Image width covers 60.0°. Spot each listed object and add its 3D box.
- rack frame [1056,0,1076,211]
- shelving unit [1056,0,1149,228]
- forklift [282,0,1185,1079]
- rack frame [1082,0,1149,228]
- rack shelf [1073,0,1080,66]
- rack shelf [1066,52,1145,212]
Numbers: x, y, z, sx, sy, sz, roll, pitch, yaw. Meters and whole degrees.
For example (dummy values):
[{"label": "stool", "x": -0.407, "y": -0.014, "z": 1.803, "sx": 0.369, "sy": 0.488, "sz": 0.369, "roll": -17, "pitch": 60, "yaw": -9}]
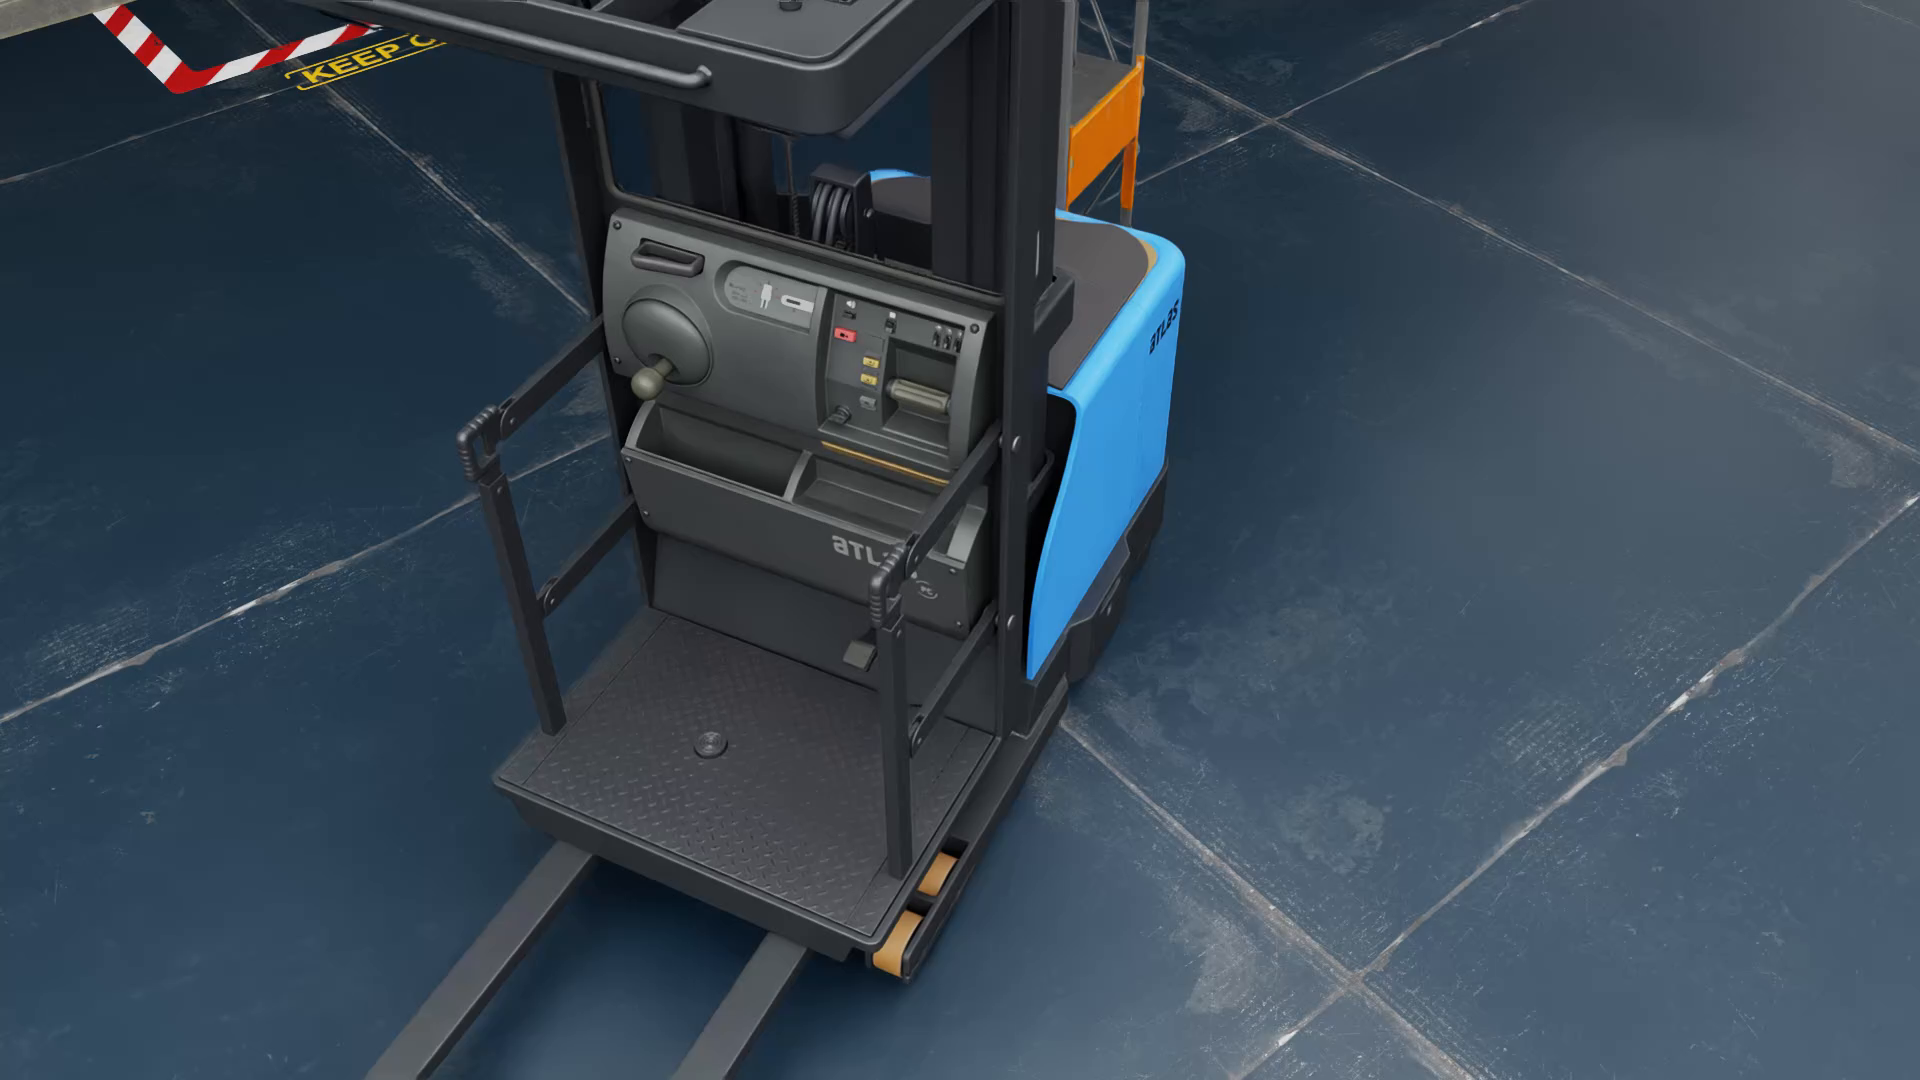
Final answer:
[{"label": "rack frame", "x": 0.126, "y": -1.018, "z": 4.800, "sx": 0.400, "sy": 2.100, "sz": 0.015, "roll": 21, "pitch": 47, "yaw": 21}, {"label": "shelving unit", "x": 0.245, "y": -1.164, "z": 4.955, "sx": 0.431, "sy": 2.100, "sz": 0.503, "roll": 21, "pitch": 47, "yaw": 21}, {"label": "forklift", "x": -0.468, "y": -0.345, "z": 3.476, "sx": 1.130, "sy": 2.935, "sz": 3.031, "roll": 19, "pitch": 46, "yaw": 19}, {"label": "rack frame", "x": 0.364, "y": -1.310, "z": 5.111, "sx": 0.400, "sy": 2.100, "sz": 0.015, "roll": 21, "pitch": 47, "yaw": 21}, {"label": "rack shelf", "x": 0.245, "y": -1.664, "z": 4.486, "sx": 0.431, "sy": 0.518, "sz": 0.480, "roll": 21, "pitch": 47, "yaw": 21}, {"label": "rack shelf", "x": 0.245, "y": -1.154, "z": 4.965, "sx": 0.431, "sy": 0.518, "sz": 0.480, "roll": 21, "pitch": 47, "yaw": 21}]
